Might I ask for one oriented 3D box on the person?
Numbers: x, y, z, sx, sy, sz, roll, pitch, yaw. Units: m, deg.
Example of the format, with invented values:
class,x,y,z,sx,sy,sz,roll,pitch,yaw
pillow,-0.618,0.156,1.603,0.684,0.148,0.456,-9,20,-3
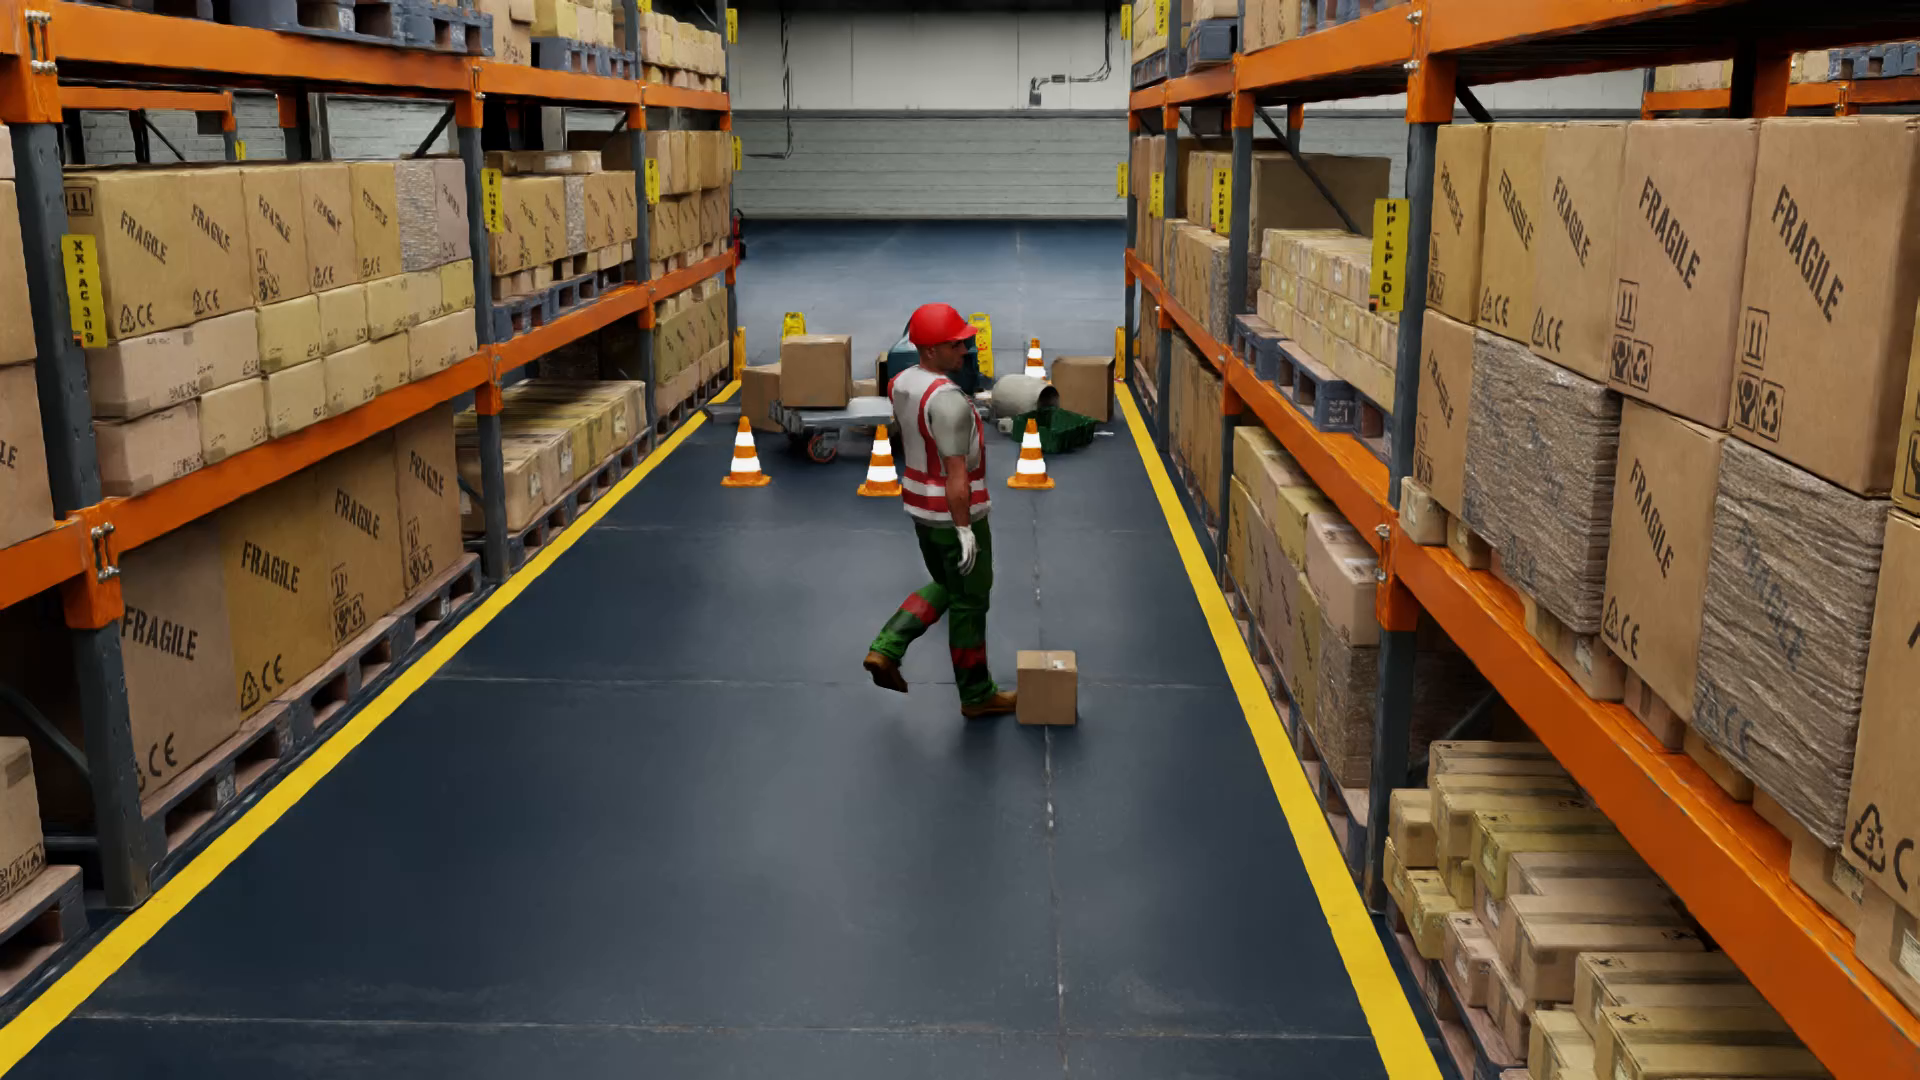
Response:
class,x,y,z,sx,sy,sz,roll,pitch,yaw
person,-0.045,-0.106,6.884,0.710,1.773,0.598,-8,16,-29
